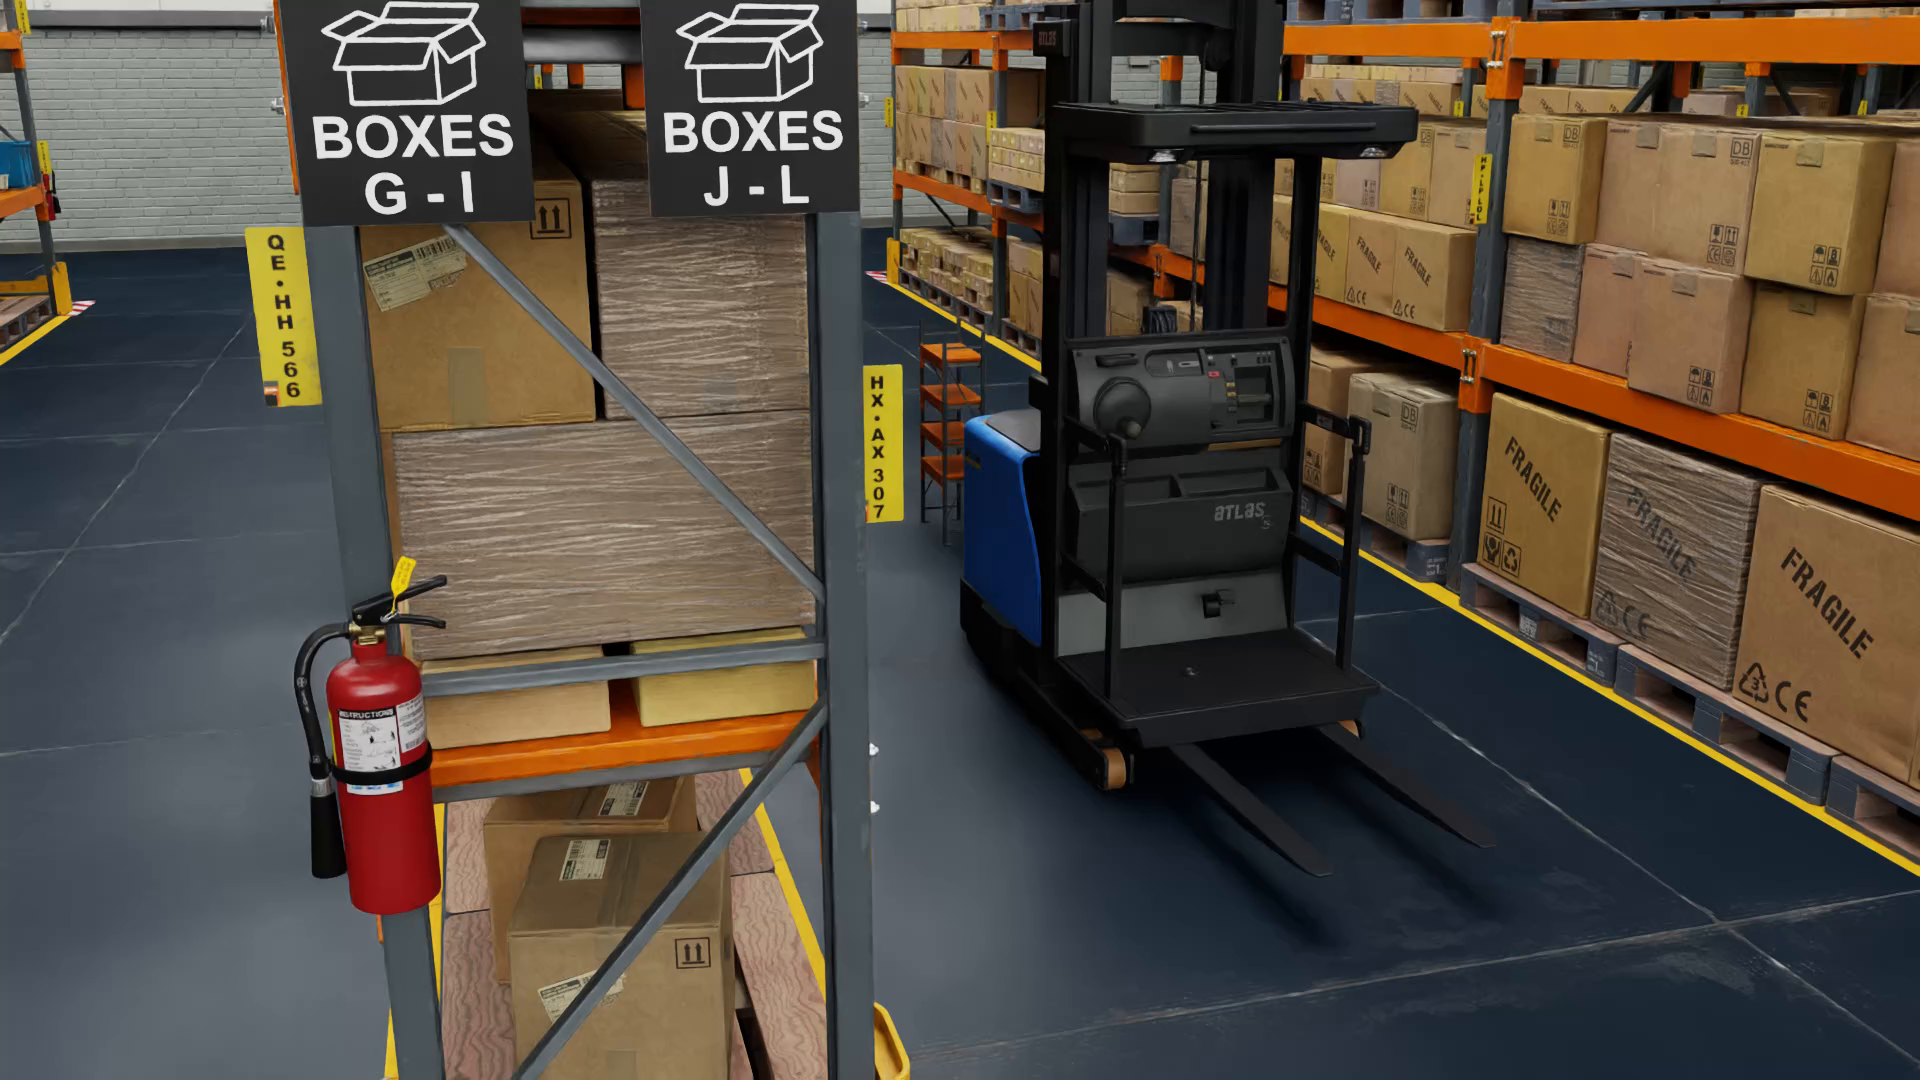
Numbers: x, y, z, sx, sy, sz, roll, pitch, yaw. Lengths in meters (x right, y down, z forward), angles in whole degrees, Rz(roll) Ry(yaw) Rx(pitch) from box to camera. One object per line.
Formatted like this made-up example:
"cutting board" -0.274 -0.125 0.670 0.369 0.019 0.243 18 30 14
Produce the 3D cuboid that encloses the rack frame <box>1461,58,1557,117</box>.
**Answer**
"rack frame" 5.544 -3.839 17.018 1.000 3.000 0.127 -5 17 -15

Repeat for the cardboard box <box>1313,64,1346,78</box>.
"cardboard box" 4.378 -5.515 19.558 0.380 0.149 0.250 -4 17 -14

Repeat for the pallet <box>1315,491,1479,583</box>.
"pallet" 2.726 -0.079 9.347 1.003 0.211 1.213 -5 17 -15

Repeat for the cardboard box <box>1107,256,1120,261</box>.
"cardboard box" 1.046 -2.269 14.103 0.500 0.250 0.500 -4 17 -13

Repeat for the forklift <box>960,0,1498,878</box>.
"forklift" 0.950 -0.585 6.305 1.130 2.935 3.031 -5 18 -18

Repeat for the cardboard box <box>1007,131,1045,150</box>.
"cardboard box" 0.629 -3.492 14.536 0.380 0.149 0.250 -5 17 -15

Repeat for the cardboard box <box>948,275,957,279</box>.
"cardboard box" 0.085 -2.701 17.454 0.380 0.149 0.250 -4 17 -14

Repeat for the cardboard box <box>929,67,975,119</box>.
"cardboard box" -0.009 -4.625 17.205 0.500 0.500 0.500 -5 18 -17

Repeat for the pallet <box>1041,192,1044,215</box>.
"pallet" 1.328 -2.766 13.778 1.003 0.211 1.213 -5 17 -15

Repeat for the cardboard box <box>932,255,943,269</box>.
"cardboard box" -0.086 -3.053 18.109 0.380 0.149 0.250 -6 18 -18

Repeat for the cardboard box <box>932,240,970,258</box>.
"cardboard box" -0.089 -3.112 17.791 0.380 0.149 0.250 -4 17 -14

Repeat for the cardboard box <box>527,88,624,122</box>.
"cardboard box" -1.870 -1.562 7.665 1.000 1.000 1.000 -5 17 -15

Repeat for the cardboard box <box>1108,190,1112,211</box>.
"cardboard box" 1.268 -2.563 12.477 0.380 0.149 0.250 -5 17 -15

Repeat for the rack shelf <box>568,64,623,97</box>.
"rack shelf" -2.335 -2.488 8.557 1.077 0.370 4.000 -5 17 -15

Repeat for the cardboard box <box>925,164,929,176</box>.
"cardboard box" -0.178 -4.084 18.269 0.380 0.149 0.250 -4 17 -13

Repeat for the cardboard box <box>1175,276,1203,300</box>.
"cardboard box" 1.955 -1.886 12.829 0.500 0.250 0.500 -6 18 -18

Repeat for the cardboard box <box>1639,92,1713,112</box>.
"cardboard box" 6.101 -3.523 14.054 0.500 0.500 0.500 -4 17 -14

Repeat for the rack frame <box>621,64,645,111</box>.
"rack frame" -1.786 -0.843 7.043 1.000 3.000 0.127 -5 17 -15

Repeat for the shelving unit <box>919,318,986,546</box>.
"shelving unit" -0.045 -0.620 9.432 0.258 1.200 0.503 -5 17 -15

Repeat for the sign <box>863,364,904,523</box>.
"sign" -0.165 -0.194 3.378 0.100 0.325 0.005 -5 17 -15

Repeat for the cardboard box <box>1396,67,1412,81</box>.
"cardboard box" 4.936 -5.023 17.919 0.380 0.149 0.250 -5 17 -16

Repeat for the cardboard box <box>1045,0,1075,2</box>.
"cardboard box" 1.111 -4.669 13.658 0.797 0.503 0.637 -5 17 -16

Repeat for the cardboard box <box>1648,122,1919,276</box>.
"cardboard box" 3.358 -1.388 6.720 0.875 0.550 0.550 -5 17 -15

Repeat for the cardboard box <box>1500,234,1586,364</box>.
"cardboard box" 3.124 -1.177 7.897 0.875 0.550 0.550 -5 17 -15

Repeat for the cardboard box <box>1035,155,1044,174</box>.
"cardboard box" 0.844 -3.135 13.864 0.380 0.149 0.250 -5 17 -16

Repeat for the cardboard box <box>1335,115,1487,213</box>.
"cardboard box" 2.587 -2.152 9.491 0.700 0.500 0.500 -5 17 -15

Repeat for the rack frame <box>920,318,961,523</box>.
"rack frame" -0.113 -0.688 9.657 0.240 1.200 0.015 -5 17 -15

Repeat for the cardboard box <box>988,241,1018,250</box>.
"cardboard box" 0.512 -3.086 17.704 0.380 0.149 0.250 -5 17 -15

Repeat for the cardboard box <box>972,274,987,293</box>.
"cardboard box" 0.334 -2.534 16.381 0.380 0.149 0.250 -6 18 -18

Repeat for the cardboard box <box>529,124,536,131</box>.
"cardboard box" -1.631 -1.091 5.440 0.500 0.500 0.500 -5 17 -15

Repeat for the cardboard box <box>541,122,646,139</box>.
"cardboard box" -1.122 -1.132 5.579 0.500 0.500 0.500 -5 17 -15

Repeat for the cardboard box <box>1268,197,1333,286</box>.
"cardboard box" 2.191 -1.798 10.048 0.500 0.500 0.500 -5 17 -16

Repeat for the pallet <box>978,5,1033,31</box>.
"pallet" 0.880 -4.587 14.621 1.213 0.211 1.003 -5 17 -15

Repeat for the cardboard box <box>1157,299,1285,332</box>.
"cardboard box" 1.992 -1.261 11.617 1.050 0.750 0.750 -5 17 -16

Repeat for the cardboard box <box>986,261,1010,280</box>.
"cardboard box" 0.464 -2.618 16.145 0.380 0.149 0.250 -4 17 -14

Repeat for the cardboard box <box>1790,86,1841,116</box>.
"cardboard box" 10.162 -5.095 19.640 0.500 0.500 0.500 -5 17 -17

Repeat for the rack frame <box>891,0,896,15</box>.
"rack frame" -0.287 -7.399 18.442 1.000 3.000 0.127 -5 17 -15

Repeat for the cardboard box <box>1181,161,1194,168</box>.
"cardboard box" 1.895 -2.896 12.552 0.380 0.149 0.250 -5 17 -17

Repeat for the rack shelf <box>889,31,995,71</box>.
"rack shelf" 0.263 -5.065 17.136 1.077 0.370 4.000 -5 17 -15

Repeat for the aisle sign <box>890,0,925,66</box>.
"aisle sign" -0.595 -5.768 18.920 0.394 0.787 0.004 -5 17 -15

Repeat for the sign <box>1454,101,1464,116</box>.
"sign" 5.011 -4.247 16.735 0.100 0.325 0.005 -5 17 -15

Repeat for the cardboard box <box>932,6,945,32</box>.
"cardboard box" 0.017 -5.315 16.980 0.500 0.250 0.500 -5 17 -16

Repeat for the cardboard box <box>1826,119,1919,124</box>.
"cardboard box" 6.694 -2.838 12.264 0.500 0.500 0.500 -4 17 -12

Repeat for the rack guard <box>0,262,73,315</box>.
"rack guard" -9.865 -2.579 17.168 1.175 0.500 0.348 -5 17 -15

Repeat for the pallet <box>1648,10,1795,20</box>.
"pallet" 6.415 -4.252 13.509 1.213 0.211 1.003 -4 17 -13

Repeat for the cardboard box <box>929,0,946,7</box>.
"cardboard box" -0.004 -5.563 16.937 0.500 0.250 0.500 -5 18 -17

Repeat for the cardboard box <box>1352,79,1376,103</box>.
"cardboard box" 4.738 -4.895 18.621 0.500 0.500 0.500 -5 17 -15

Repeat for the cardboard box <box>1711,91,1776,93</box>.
"cardboard box" 6.597 -3.551 14.149 0.500 0.500 0.500 -5 17 -15

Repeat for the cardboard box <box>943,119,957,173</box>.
"cardboard box" 0.131 -4.003 16.873 0.500 0.500 0.500 -5 17 -16
